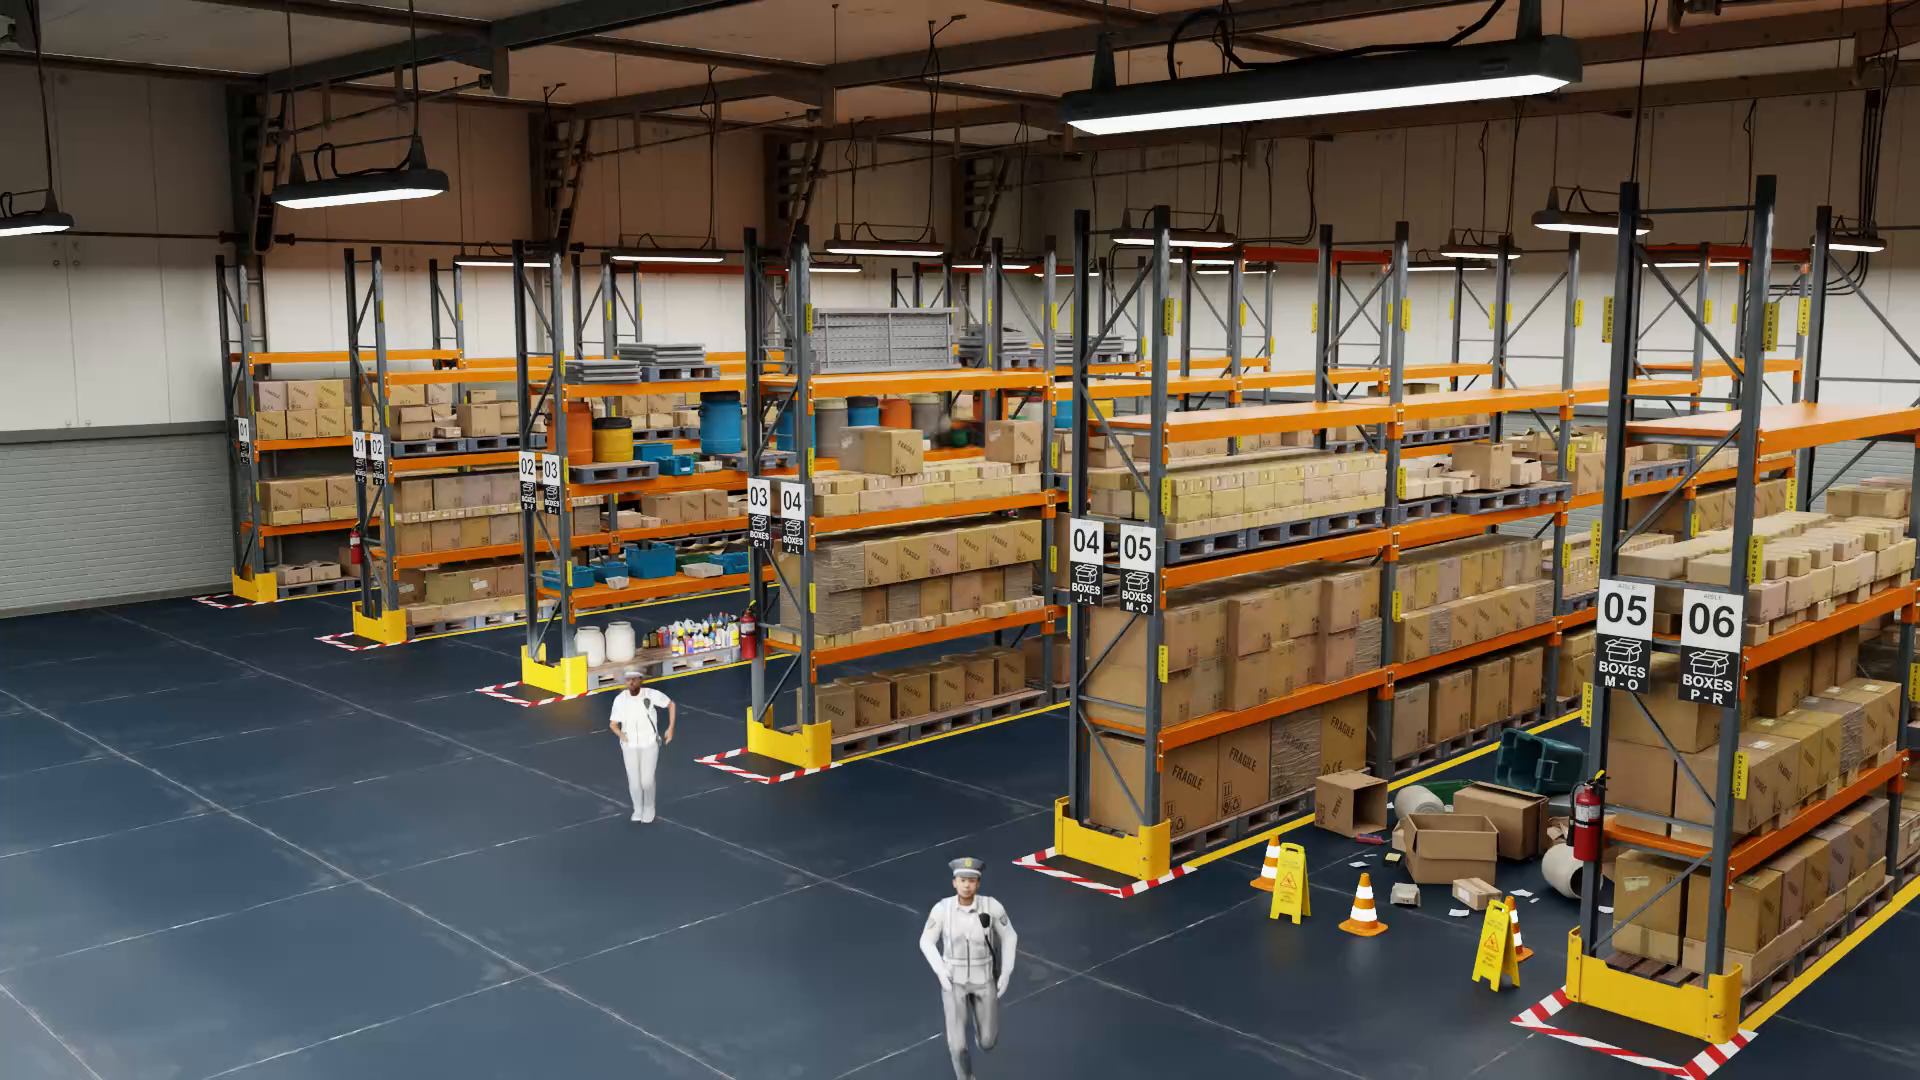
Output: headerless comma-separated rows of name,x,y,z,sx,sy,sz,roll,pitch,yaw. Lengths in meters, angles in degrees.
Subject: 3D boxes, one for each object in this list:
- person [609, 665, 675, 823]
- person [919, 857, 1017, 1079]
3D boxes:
person,-3.131,2.022,16.376,0.600,1.651,0.786,0,8,0
person,0.056,2.847,10.850,0.639,1.646,0.600,0,8,-3
